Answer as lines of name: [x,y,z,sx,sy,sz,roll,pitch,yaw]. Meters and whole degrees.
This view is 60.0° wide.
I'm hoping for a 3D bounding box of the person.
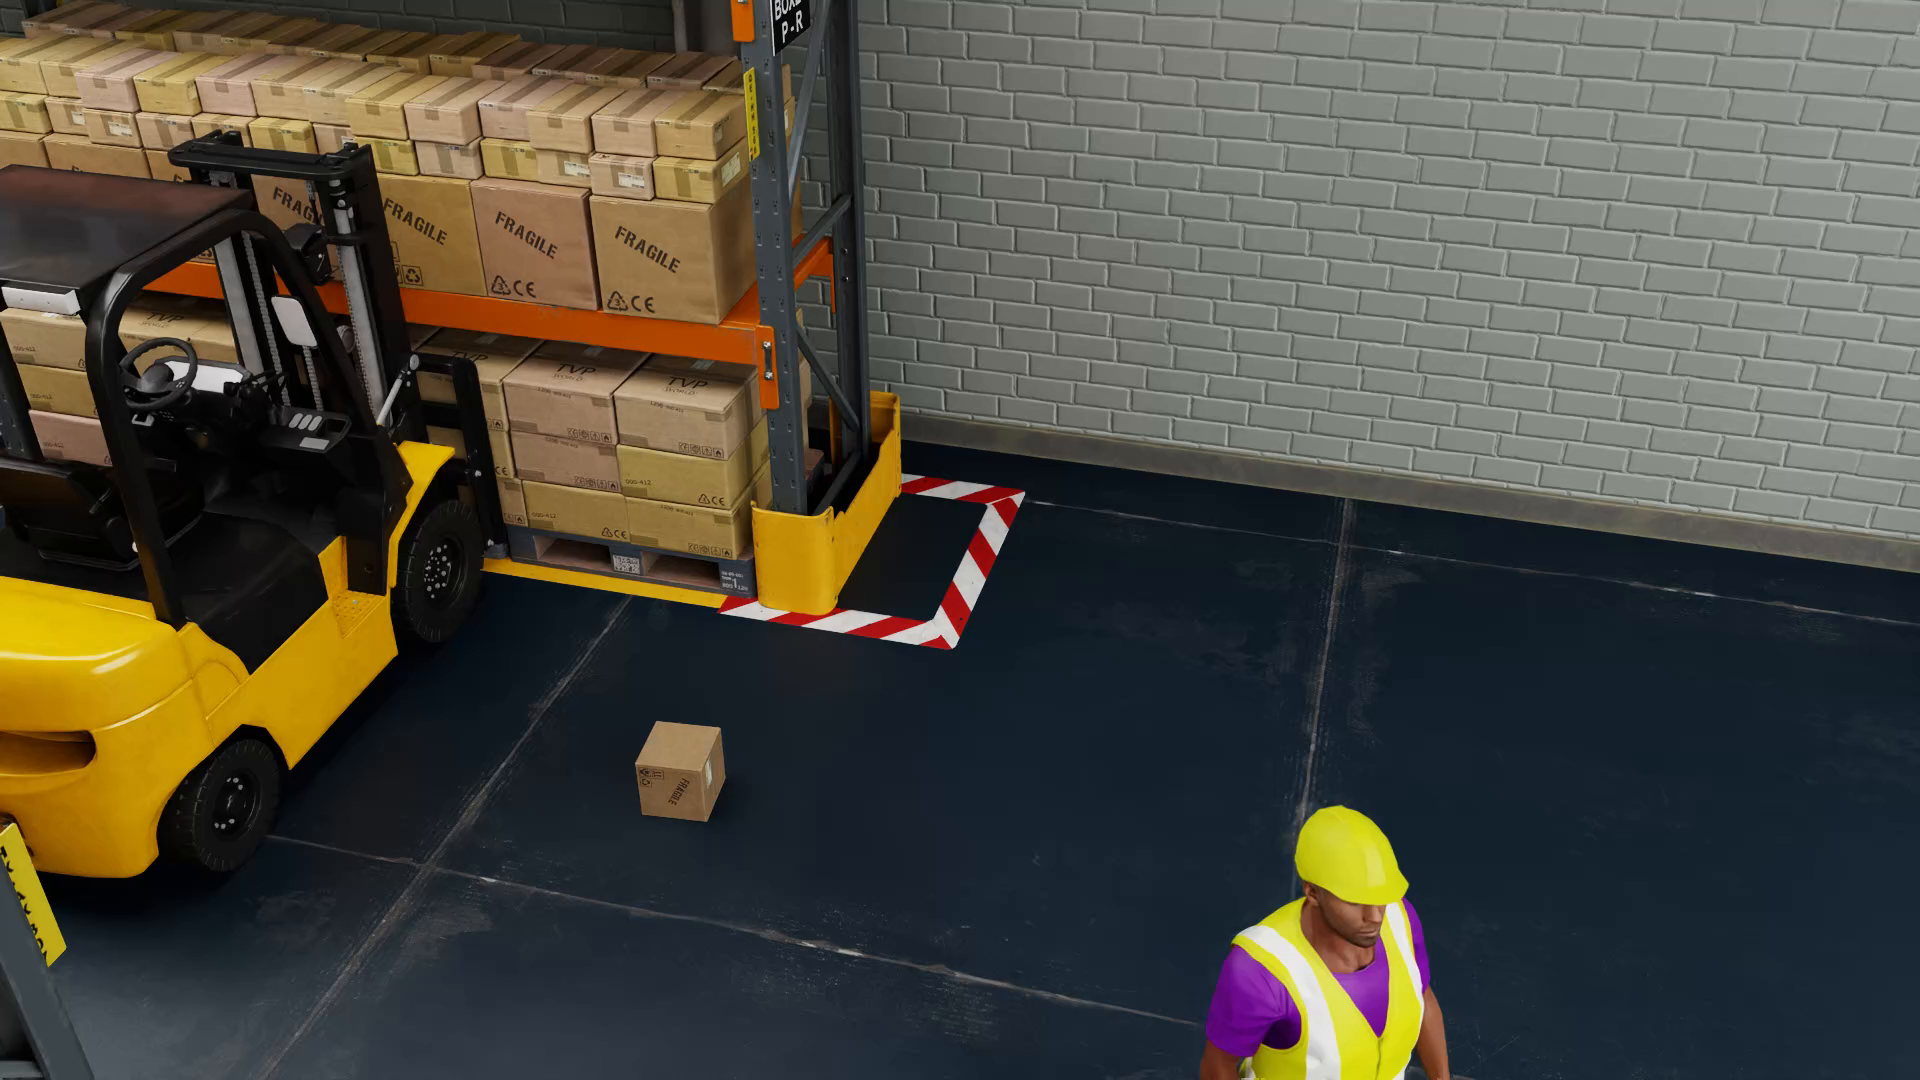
person: [0.910,1.374,3.967,0.435,1.717,1.043,-22,39,-30]
